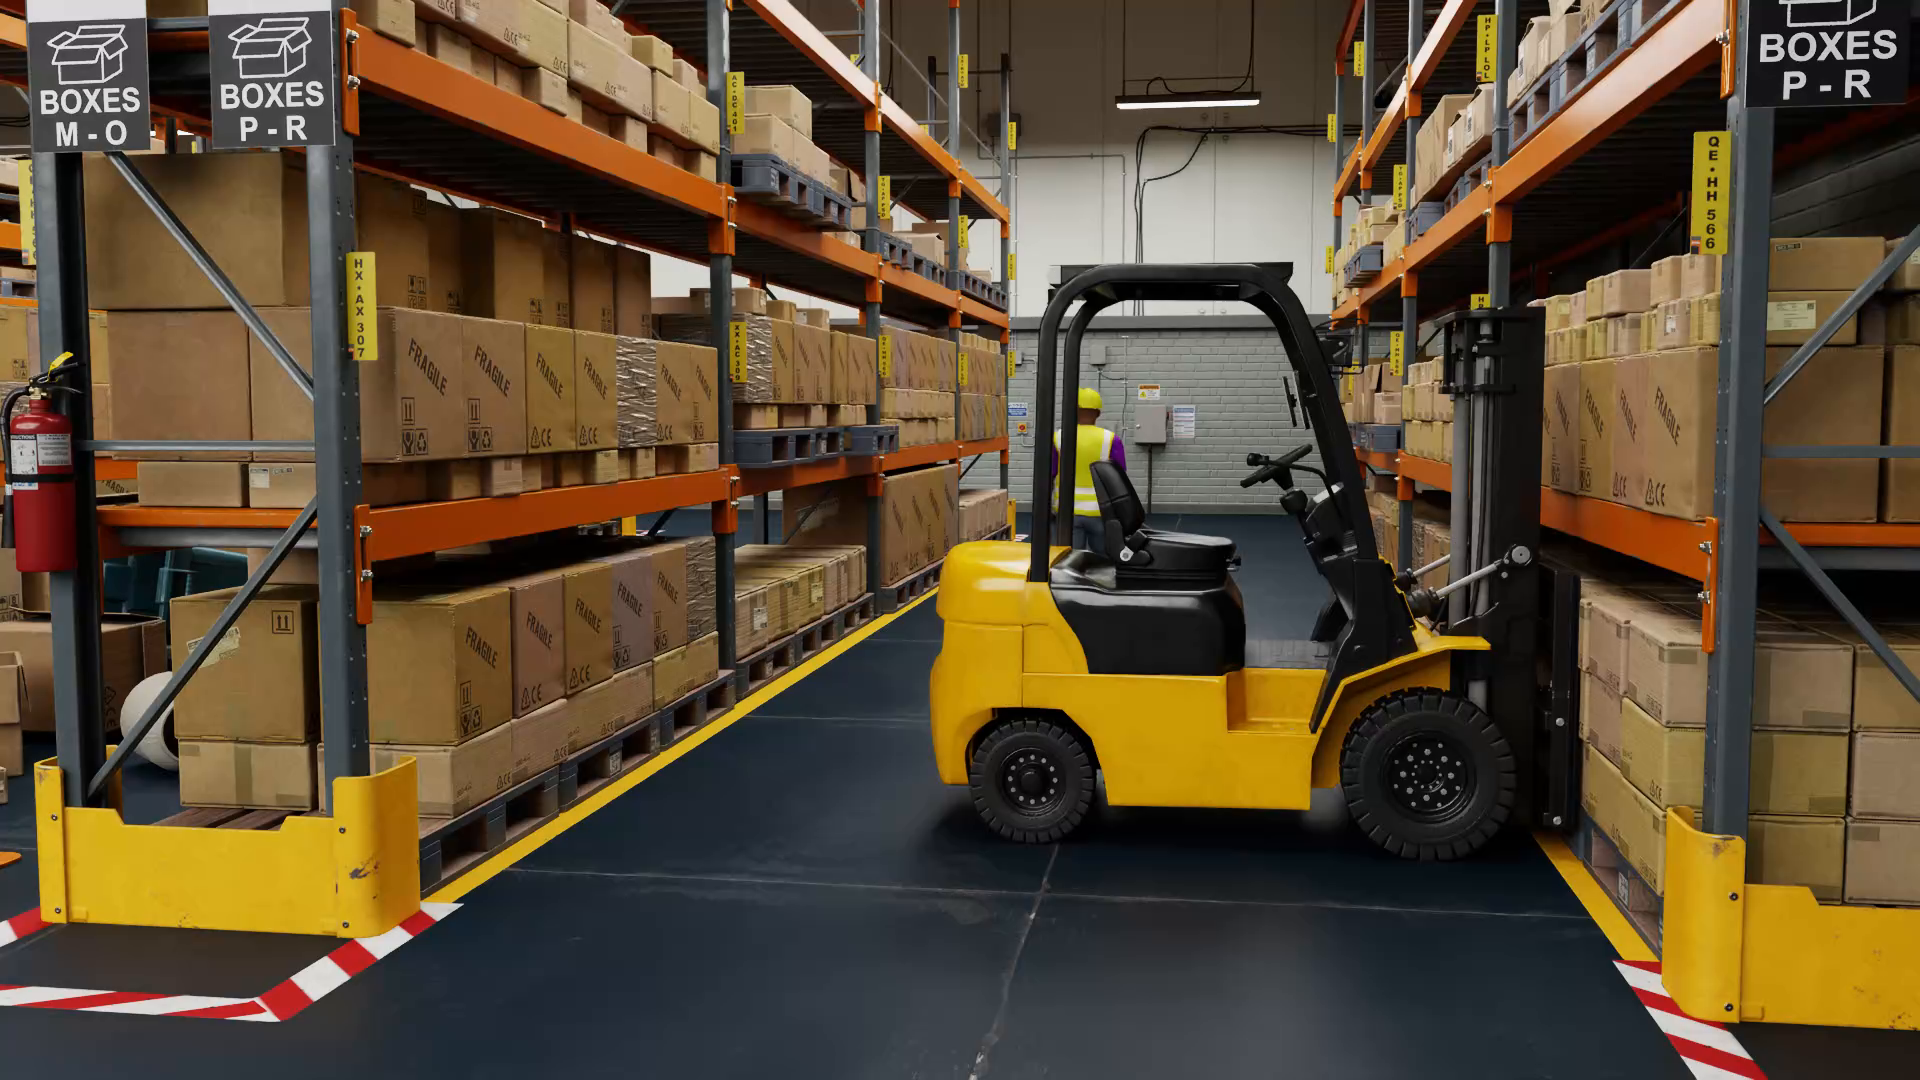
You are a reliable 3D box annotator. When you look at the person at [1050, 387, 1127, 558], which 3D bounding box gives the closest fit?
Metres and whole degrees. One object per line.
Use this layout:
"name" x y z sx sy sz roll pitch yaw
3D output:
"person" 0.866 -0.152 11.554 0.611 1.807 0.716 0 4 2
